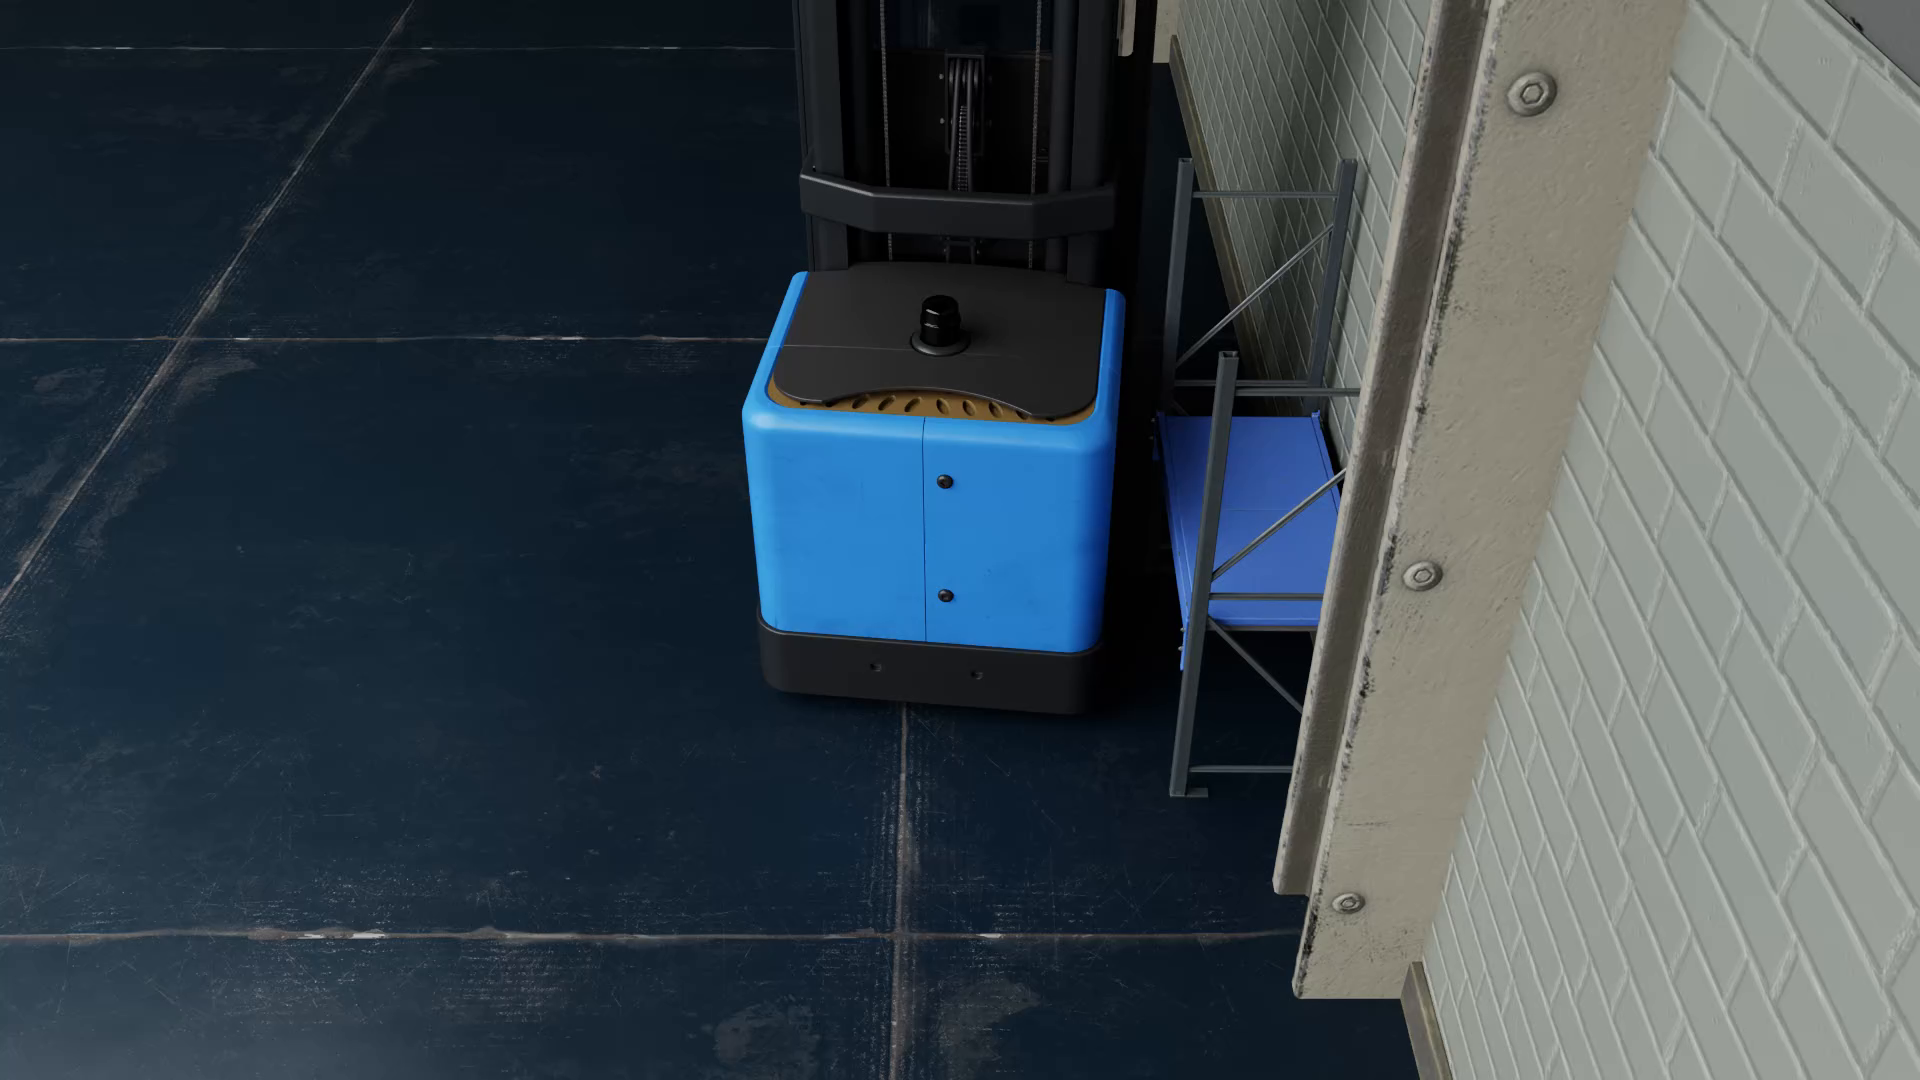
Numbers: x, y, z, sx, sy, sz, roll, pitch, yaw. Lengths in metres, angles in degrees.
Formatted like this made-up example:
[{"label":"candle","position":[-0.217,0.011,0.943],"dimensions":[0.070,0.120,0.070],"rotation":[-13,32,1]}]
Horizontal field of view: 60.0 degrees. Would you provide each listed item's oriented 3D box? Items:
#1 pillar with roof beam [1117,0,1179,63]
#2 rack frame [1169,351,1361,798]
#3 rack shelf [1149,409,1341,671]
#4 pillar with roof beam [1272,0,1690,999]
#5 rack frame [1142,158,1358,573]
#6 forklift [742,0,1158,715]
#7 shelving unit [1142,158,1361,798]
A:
[{"label":"pillar with roof beam","position":[-3.296,-6.206,6.298],"dimensions":[9.100,9.000,0.400],"rotation":[0,39,0]},{"label":"rack frame","position":[0.859,0.152,4.360],"dimensions":[0.500,1.500,0.032],"rotation":[0,39,0]},{"label":"rack shelf","position":[0.864,-0.025,4.870],"dimensions":[0.538,0.185,1.000],"rotation":[0,39,0]},{"label":"pillar with roof beam","position":[-3.289,-2.454,1.616],"dimensions":[9.100,9.000,0.400],"rotation":[0,39,0]},{"label":"rack frame","position":[0.868,-0.483,5.154],"dimensions":[0.500,1.500,0.032],"rotation":[0,39,0]},{"label":"forklift","position":[0.071,-1.534,5.321],"dimensions":[1.130,2.935,3.031],"rotation":[4,39,5]},{"label":"shelving unit","position":[0.864,-0.165,4.757],"dimensions":[0.538,1.500,1.048],"rotation":[0,39,0]}]
